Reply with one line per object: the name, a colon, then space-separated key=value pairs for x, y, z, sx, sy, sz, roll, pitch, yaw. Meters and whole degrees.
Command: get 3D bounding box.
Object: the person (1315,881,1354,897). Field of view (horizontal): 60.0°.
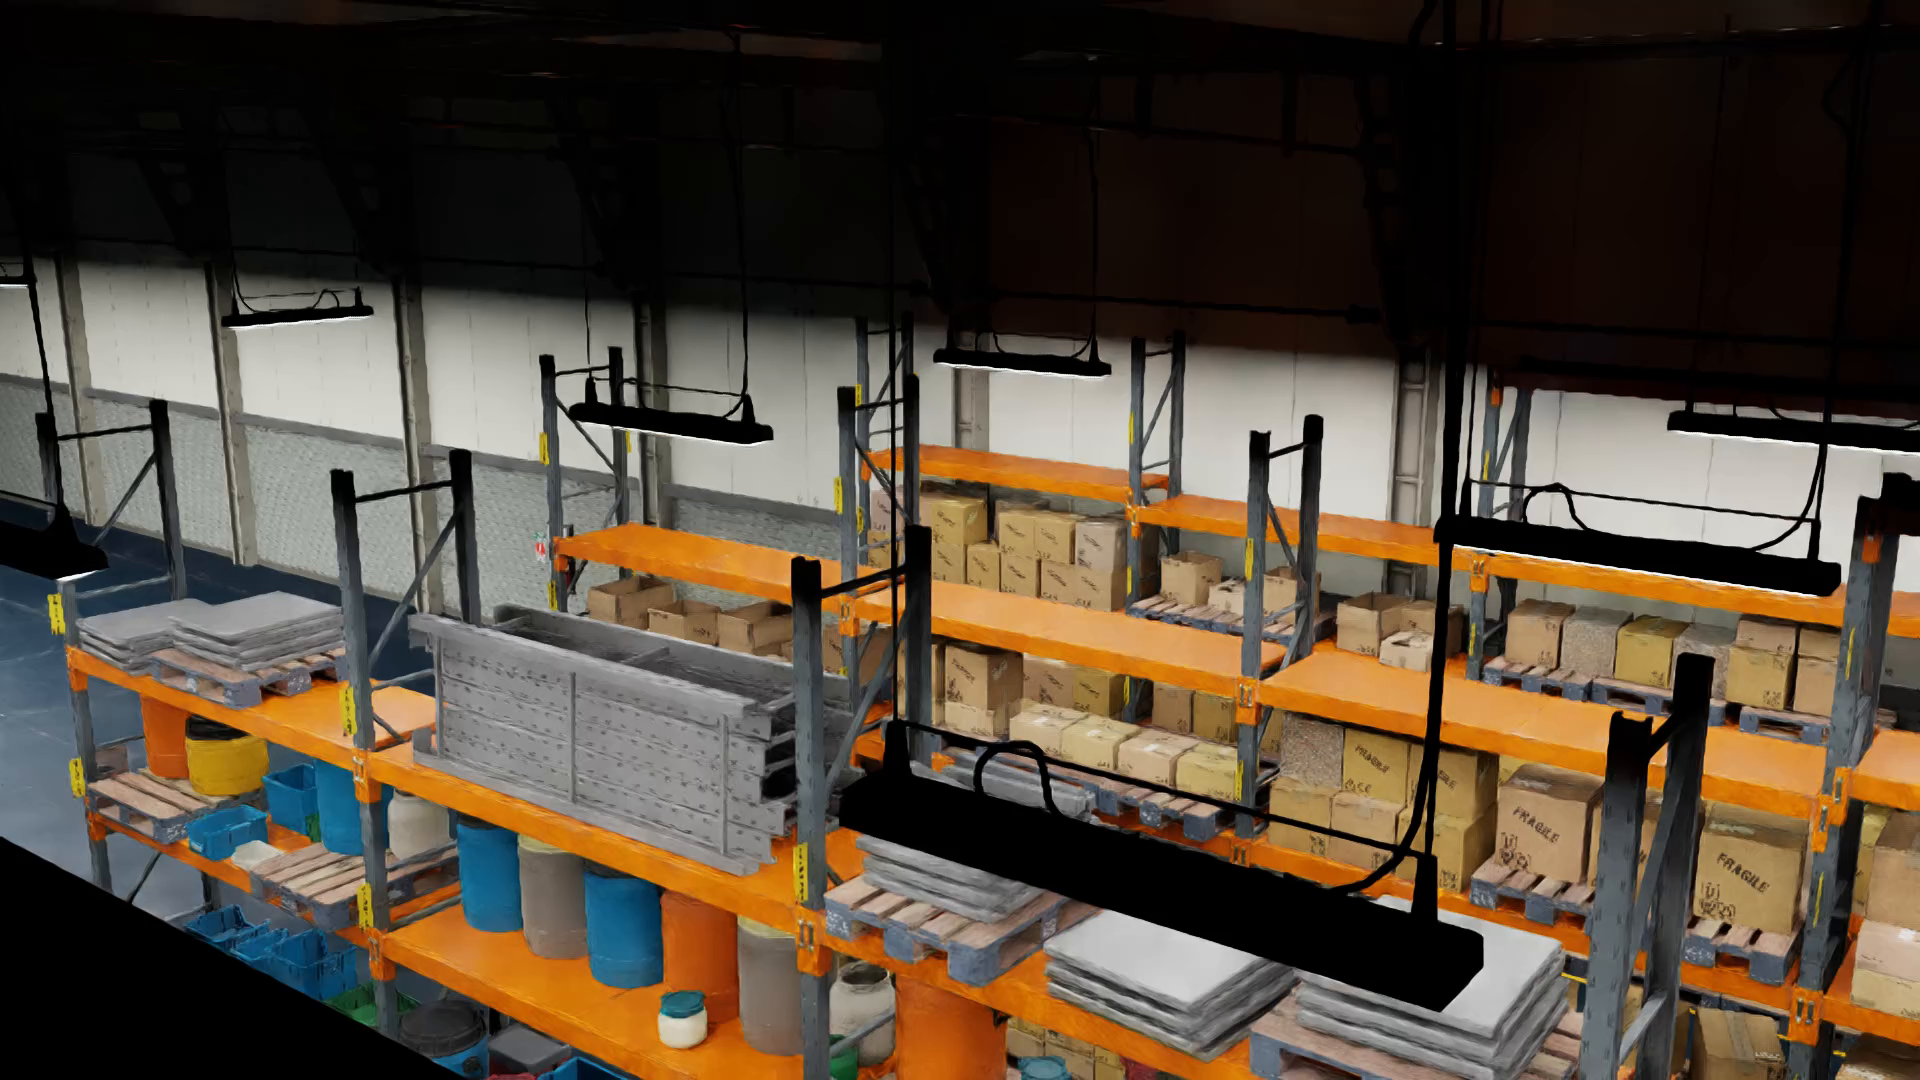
person: x=3.736 y=3.539 z=16.559 sx=0.957 sy=1.533 sz=0.411 roll=7 pitch=15 yaw=28
